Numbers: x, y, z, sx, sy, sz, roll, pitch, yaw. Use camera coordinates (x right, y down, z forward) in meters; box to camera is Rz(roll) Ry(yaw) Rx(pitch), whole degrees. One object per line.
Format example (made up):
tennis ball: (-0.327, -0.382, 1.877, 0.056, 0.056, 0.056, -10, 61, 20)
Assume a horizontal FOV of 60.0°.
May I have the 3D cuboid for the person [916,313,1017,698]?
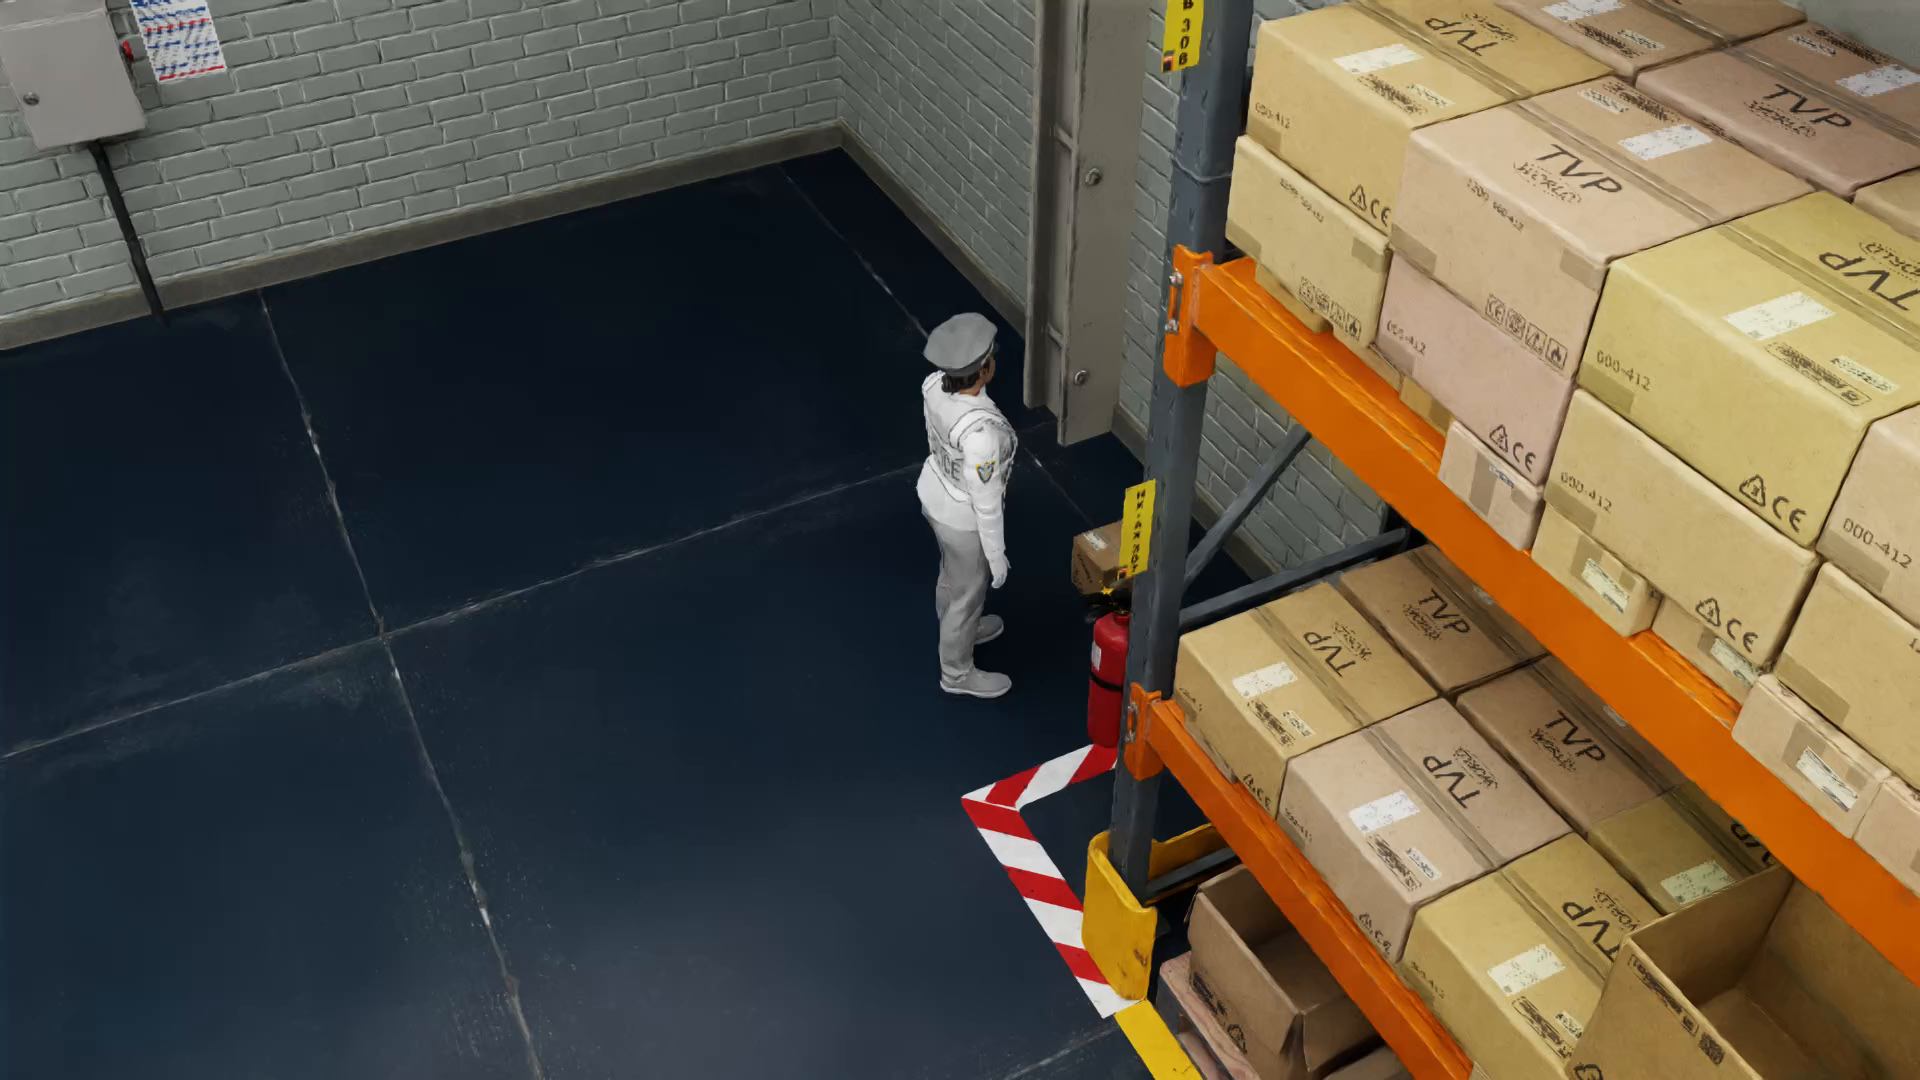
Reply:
person: (0.062, -0.107, 6.233, 0.403, 1.690, 0.552, -16, 44, -18)
